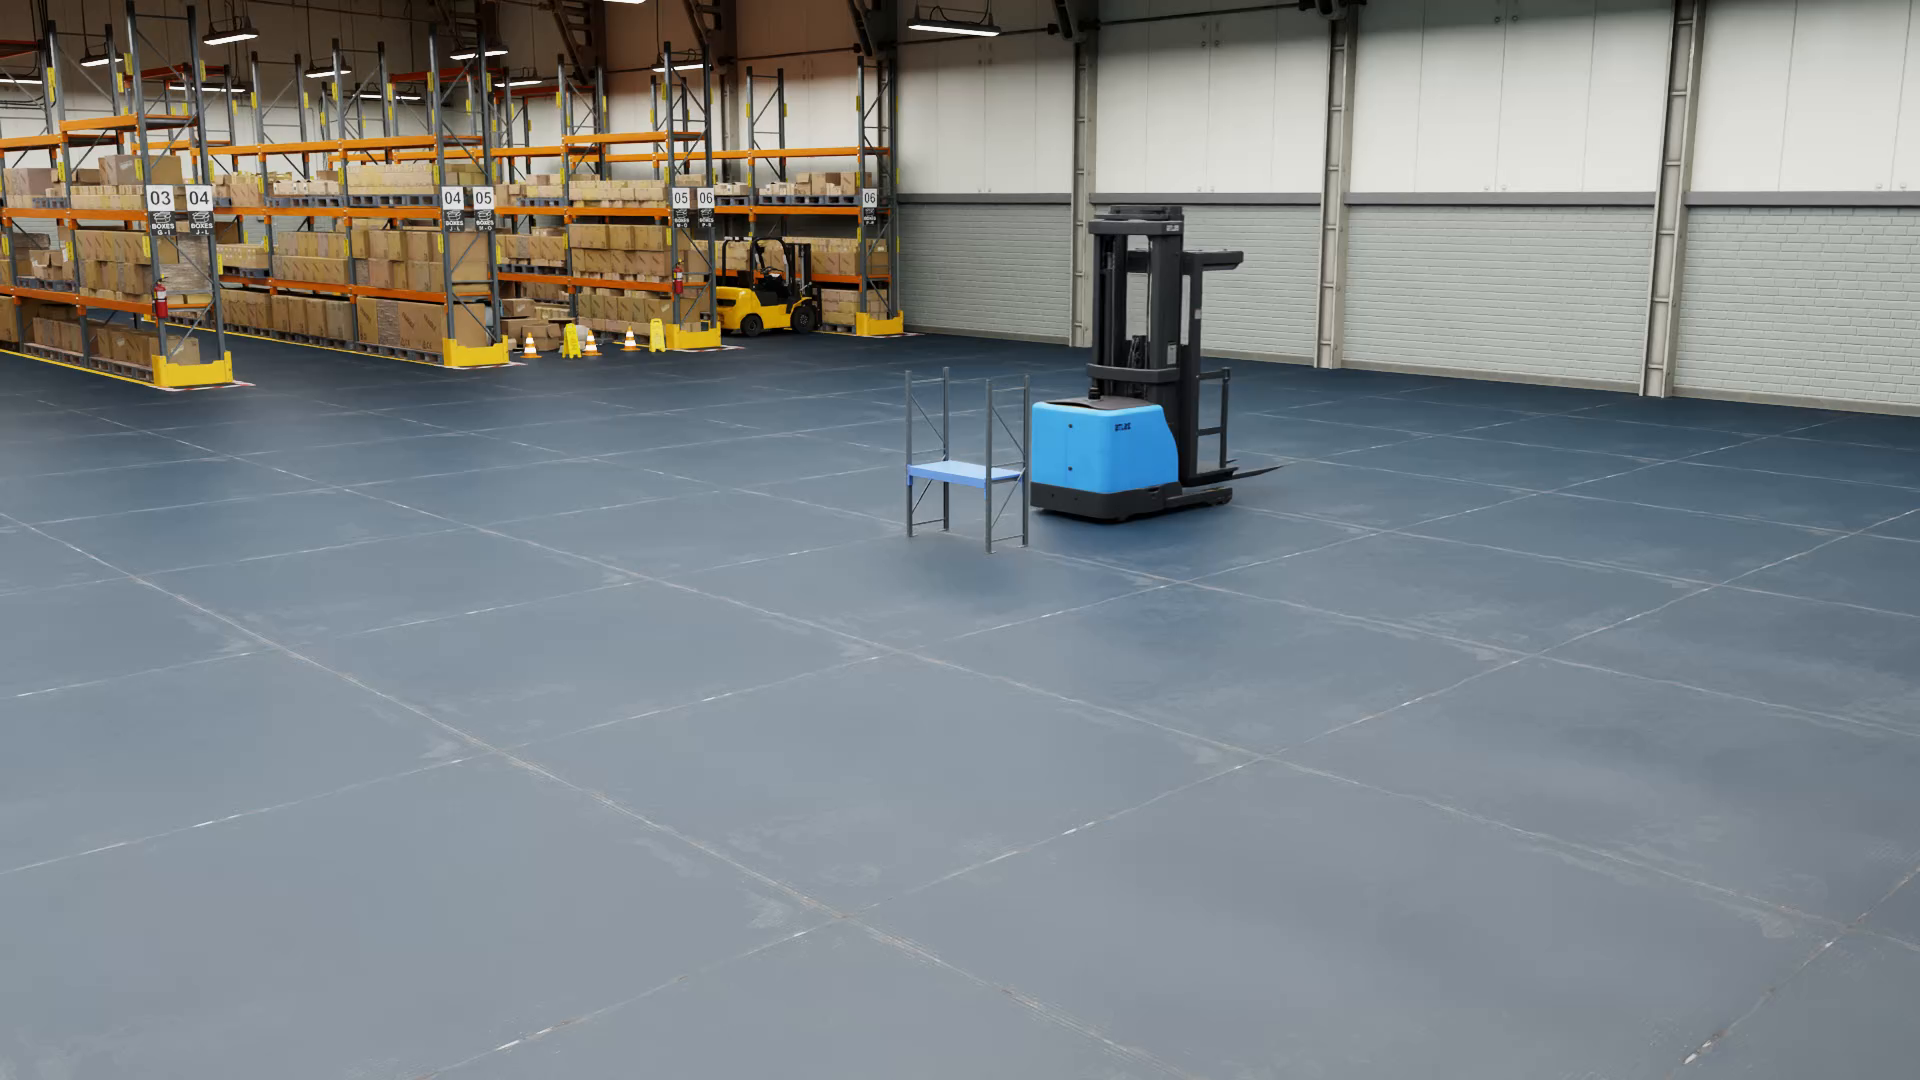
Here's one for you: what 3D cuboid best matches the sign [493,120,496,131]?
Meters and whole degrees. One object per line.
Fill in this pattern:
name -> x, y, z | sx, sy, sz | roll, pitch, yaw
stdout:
sign -> -13.258, -11.801, 47.377 | 0.100, 0.325, 0.005 | -11, 16, -43

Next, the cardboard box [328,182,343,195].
cardboard box -> -12.280, -7.025, 33.224 | 0.500, 0.250, 0.500 | -11, 16, -42

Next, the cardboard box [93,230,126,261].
cardboard box -> -14.515, -5.055, 28.549 | 0.500, 0.500, 0.500 | -11, 16, -43

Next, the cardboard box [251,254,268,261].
cardboard box -> -15.109, -6.114, 36.000 | 0.380, 0.149, 0.250 | -10, 16, -41

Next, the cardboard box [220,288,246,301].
cardboard box -> -16.512, -5.588, 37.895 | 0.500, 0.250, 0.500 | -10, 16, -41

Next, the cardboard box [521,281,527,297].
cardboard box -> -12.512, -7.322, 48.164 | 0.637, 0.503, 0.797 | 11, 16, 43

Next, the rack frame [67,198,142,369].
rack frame -> -15.334, -4.617, 29.888 | 1.000, 3.000, 0.127 | -11, 16, -43

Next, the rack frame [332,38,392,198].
rack frame -> -11.676, -8.232, 32.566 | 1.000, 3.000, 0.127 | -11, 16, -43

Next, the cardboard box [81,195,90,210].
cardboard box -> -14.839, -5.835, 28.737 | 0.500, 0.250, 0.500 | -11, 16, -43

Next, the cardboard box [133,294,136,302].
cardboard box -> -13.604, -4.070, 27.855 | 0.380, 0.149, 0.250 | -11, 16, -43

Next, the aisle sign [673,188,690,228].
aisle sign -> -5.571, -6.638, 33.255 | 0.394, 0.787, 0.004 | -11, 16, -43

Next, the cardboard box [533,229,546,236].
cardboard box -> -9.340, -6.888, 37.275 | 0.250, 0.149, 0.380 | 11, 16, 43

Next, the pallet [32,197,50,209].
pallet -> -16.401, -6.250, 30.847 | 1.213, 0.211, 1.003 | -11, 16, -43

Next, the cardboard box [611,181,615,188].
cardboard box -> -7.051, -7.428, 34.744 | 0.380, 0.149, 0.250 | -10, 16, -41

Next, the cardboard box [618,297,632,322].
cardboard box -> -6.852, -4.871, 35.038 | 0.500, 0.500, 0.500 | 11, 16, 44

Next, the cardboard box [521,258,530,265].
cardboard box -> -9.757, -6.349, 37.874 | 0.380, 0.149, 0.250 | -10, 15, -41

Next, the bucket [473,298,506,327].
bucket -> -9.915, -4.736, 34.811 | 0.726, 0.611, 0.620 | -5, 3, -23

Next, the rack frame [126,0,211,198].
rack frame -> -12.571, -6.972, 26.449 | 1.000, 3.000, 0.127 | -11, 16, -43

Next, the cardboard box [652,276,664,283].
cardboard box -> -6.072, -5.338, 34.008 | 0.380, 0.149, 0.250 | -11, 16, -43

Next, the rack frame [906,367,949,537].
rack frame -> -0.292, -0.796, 15.060 | 0.500, 1.500, 0.032 | -11, 16, -43

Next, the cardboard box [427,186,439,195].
cardboard box -> -9.389, -6.312, 30.014 | 0.380, 0.149, 0.250 | -11, 16, -43

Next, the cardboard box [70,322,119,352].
cardboard box -> -16.058, -3.773, 30.896 | 0.700, 0.500, 0.500 | -11, 16, -43

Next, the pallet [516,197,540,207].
pallet -> -9.234, -7.631, 37.549 | 1.213, 0.211, 1.003 | -11, 16, -43

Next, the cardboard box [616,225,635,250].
cardboard box -> -6.685, -6.278, 34.486 | 0.700, 0.500, 0.500 | -11, 16, -43

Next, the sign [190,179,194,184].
sign -> -17.588, -8.107, 38.111 | 0.100, 0.325, 0.005 | -11, 16, -43

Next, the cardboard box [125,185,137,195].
cardboard box -> -13.352, -5.700, 27.096 | 0.250, 0.149, 0.380 | 11, 16, 43

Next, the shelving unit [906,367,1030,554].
shelving unit -> 0.059, -0.722, 14.700 | 0.538, 1.500, 1.048 | -11, 16, -43

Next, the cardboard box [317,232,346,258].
cardboard box -> -12.729, -6.052, 34.129 | 0.700, 0.500, 0.500 | -11, 16, -42

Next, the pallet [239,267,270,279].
pallet -> -15.008, -5.873, 36.457 | 1.213, 0.211, 1.003 | -11, 16, -43

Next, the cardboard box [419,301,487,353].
cardboard box -> -9.430, -3.965, 30.946 | 0.875, 0.875, 0.875 | -11, 16, -42

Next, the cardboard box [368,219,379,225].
cardboard box -> -15.151, -8.252, 43.197 | 0.380, 0.149, 0.250 | -11, 16, -43

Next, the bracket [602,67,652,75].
bracket -> -8.111, -12.298, 43.381 | 0.076, 0.066, 4.783 | -11, 16, -43

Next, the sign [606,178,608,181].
sign -> -7.779, -7.797, 36.609 | 0.100, 0.325, 0.005 | -11, 16, -43

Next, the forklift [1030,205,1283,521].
forklift -> 2.094, -1.840, 16.577 | 3.031, 2.935, 1.130 | -11, 16, -42

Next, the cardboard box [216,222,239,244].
cardboard box -> -17.337, -7.245, 39.182 | 0.500, 0.500, 0.500 | -10, 16, -41

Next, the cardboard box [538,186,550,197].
cardboard box -> -9.020, -7.739, 36.939 | 0.500, 0.250, 0.500 | -11, 16, -42

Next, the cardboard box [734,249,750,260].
cardboard box -> -5.103, -6.898, 40.091 | 0.500, 0.250, 0.500 | -11, 16, -44

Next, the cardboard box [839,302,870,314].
cardboard box -> -2.379, -5.238, 37.436 | 0.500, 0.250, 0.500 | -11, 16, -43

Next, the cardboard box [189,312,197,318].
cardboard box -> -18.067, -5.359, 39.515 | 0.250, 0.149, 0.380 | 11, 16, 43

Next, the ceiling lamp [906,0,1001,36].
ceiling lamp -> 0.082, -10.378, 28.518 | 2.000, 3.185, 0.800 | -11, 16, -43

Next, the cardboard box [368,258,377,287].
cardboard box -> -11.017, -5.238, 32.529 | 0.875, 0.550, 0.550 | -11, 16, -43

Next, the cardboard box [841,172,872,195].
cardboard box -> -2.298, -7.910, 36.901 | 0.500, 0.500, 0.500 | -10, 15, -41

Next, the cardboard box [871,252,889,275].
cardboard box -> -1.958, -6.267, 37.646 | 0.500, 0.500, 0.500 | -10, 15, -41

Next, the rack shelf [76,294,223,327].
rack shelf -> -13.952, -3.973, 28.544 | 1.077, 0.370, 4.000 | -11, 16, -43

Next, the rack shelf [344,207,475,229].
rack shelf -> -10.295, -6.118, 31.525 | 1.077, 0.370, 4.000 | -11, 16, -43

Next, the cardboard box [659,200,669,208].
cardboard box -> -5.853, -6.774, 33.544 | 0.380, 0.149, 0.250 | -11, 16, -42

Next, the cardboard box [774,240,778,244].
cardboard box -> -4.145, -7.053, 39.120 | 0.380, 0.149, 0.250 | -11, 16, -44

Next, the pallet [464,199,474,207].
pallet -> -11.412, -8.045, 39.561 | 1.213, 0.211, 1.003 | -10, 15, -40

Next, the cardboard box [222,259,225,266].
cardboard box -> -16.356, -6.232, 37.310 | 0.380, 0.149, 0.250 | -11, 16, -44

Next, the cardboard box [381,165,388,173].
cardboard box -> -10.620, -6.962, 31.196 | 0.380, 0.149, 0.250 | -11, 16, -43
